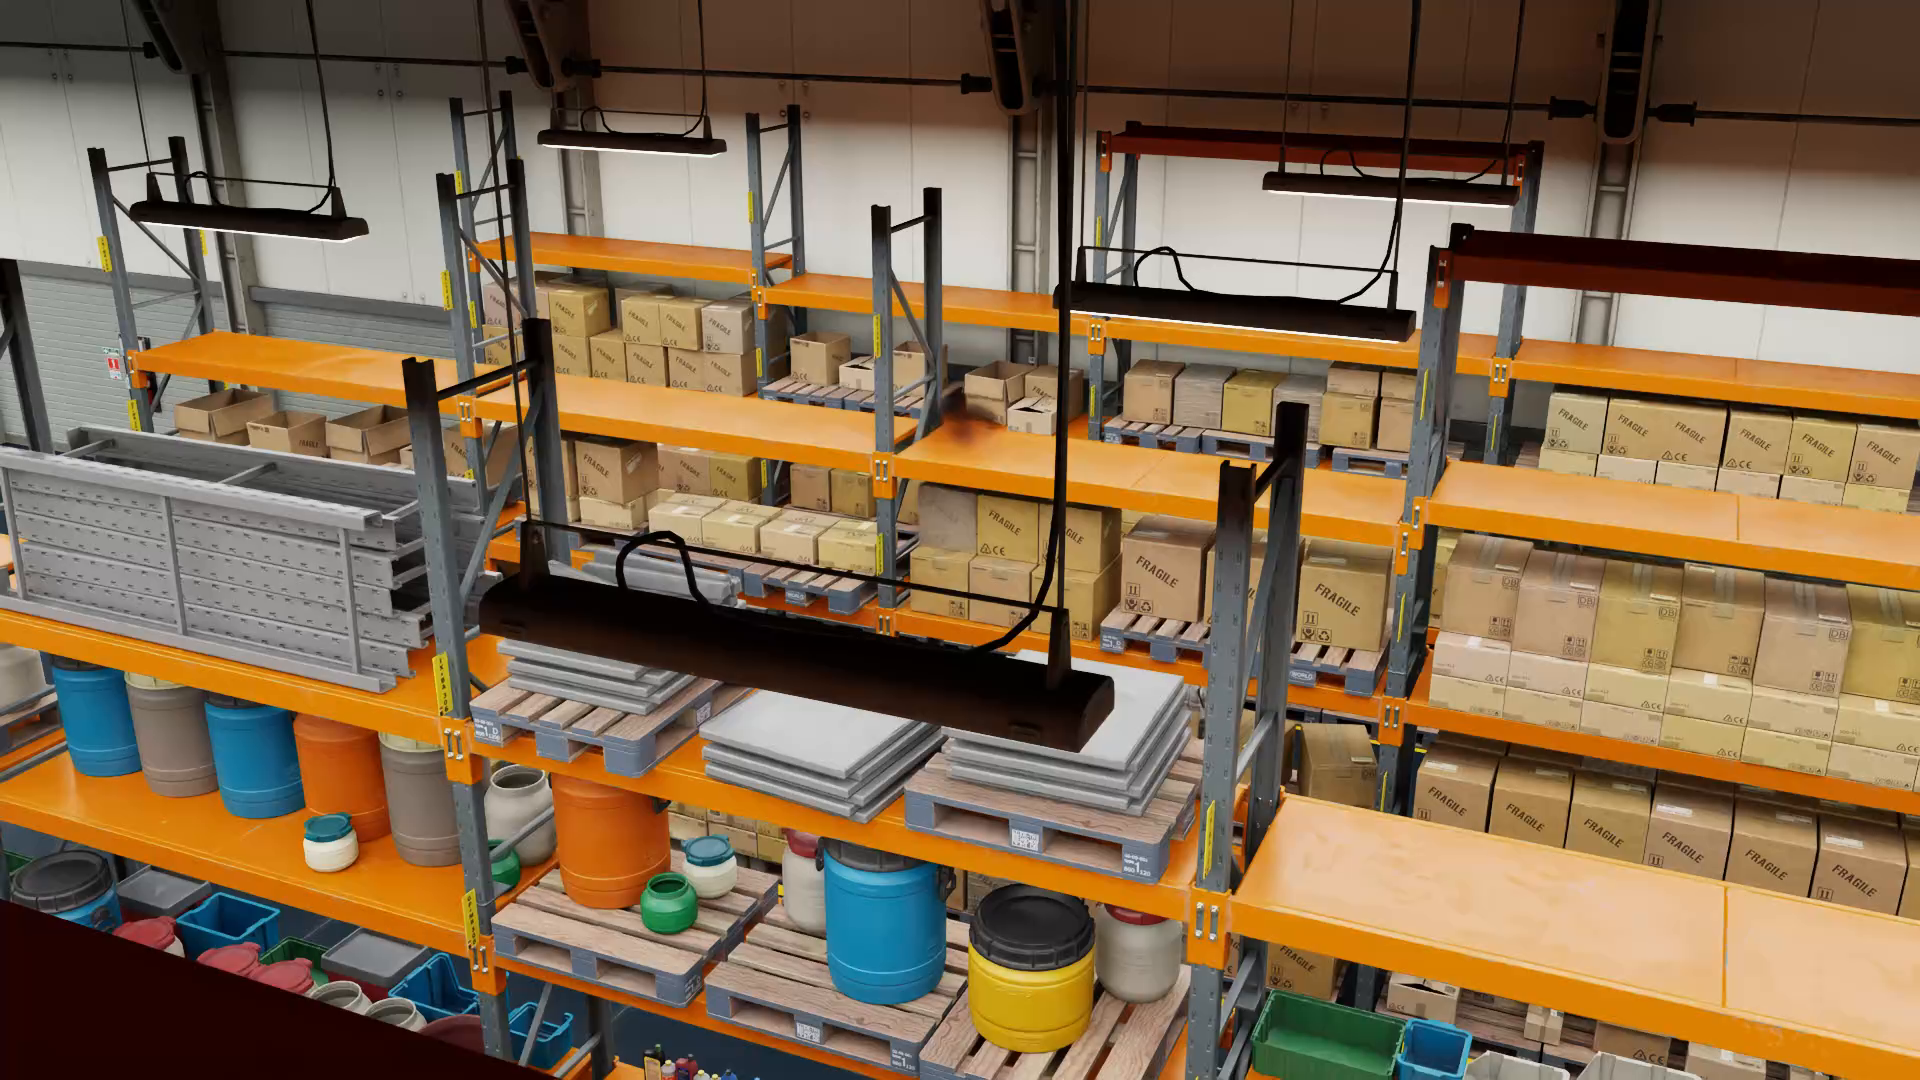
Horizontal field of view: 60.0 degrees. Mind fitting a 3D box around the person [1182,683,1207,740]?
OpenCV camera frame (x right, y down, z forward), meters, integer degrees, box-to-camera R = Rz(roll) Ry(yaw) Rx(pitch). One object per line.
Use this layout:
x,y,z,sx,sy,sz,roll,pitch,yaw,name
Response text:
2.247,1.682,15.835,0.521,1.699,0.485,12,23,28,person
